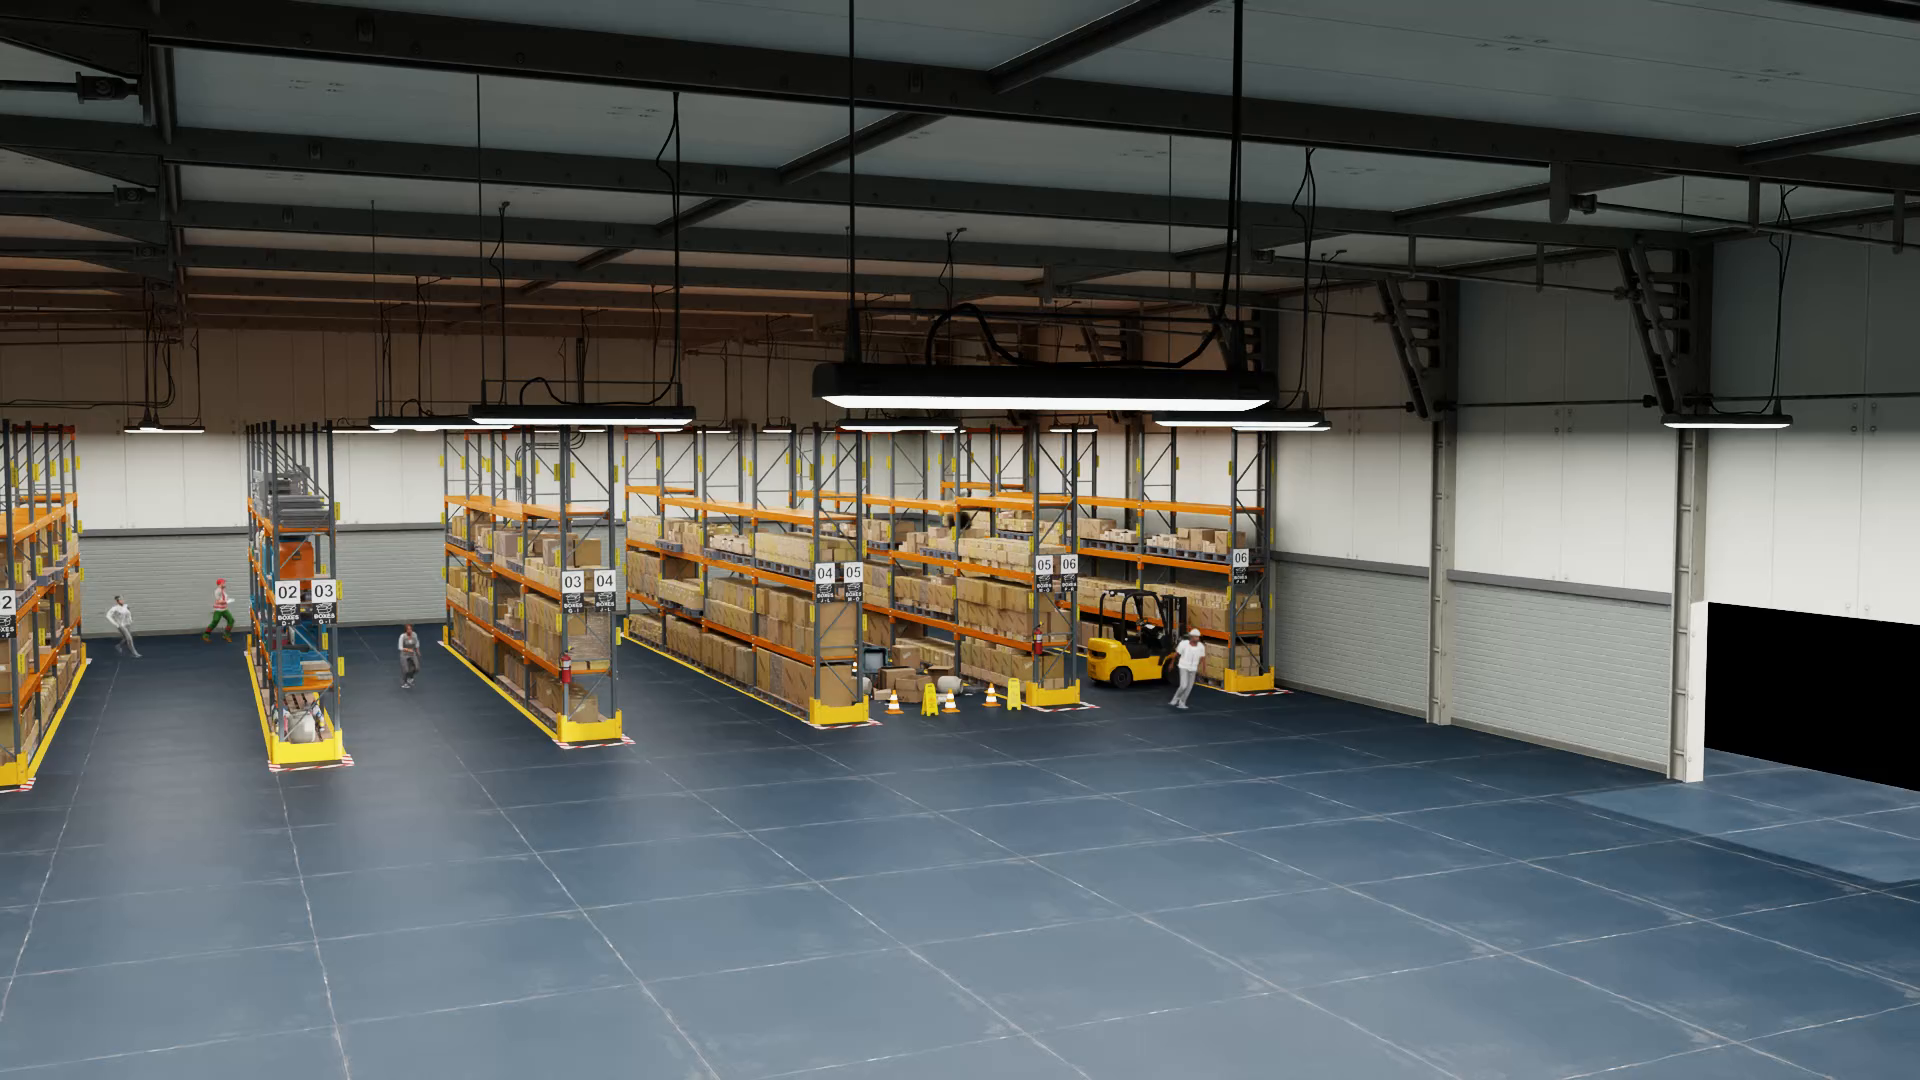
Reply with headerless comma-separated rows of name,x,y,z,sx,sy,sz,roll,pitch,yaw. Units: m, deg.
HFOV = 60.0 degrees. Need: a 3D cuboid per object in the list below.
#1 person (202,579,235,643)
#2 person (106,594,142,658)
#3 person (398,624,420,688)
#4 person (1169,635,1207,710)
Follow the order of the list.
person,-20.468,1.966,45.866,0.804,1.821,0.674,0,4,-2
person,-21.605,2.219,42.841,0.846,1.642,0.633,1,4,21
person,-12.456,2.683,37.613,0.536,1.388,0.744,-3,5,-38
person,4.770,2.714,34.749,0.696,1.681,0.572,-1,4,-19
